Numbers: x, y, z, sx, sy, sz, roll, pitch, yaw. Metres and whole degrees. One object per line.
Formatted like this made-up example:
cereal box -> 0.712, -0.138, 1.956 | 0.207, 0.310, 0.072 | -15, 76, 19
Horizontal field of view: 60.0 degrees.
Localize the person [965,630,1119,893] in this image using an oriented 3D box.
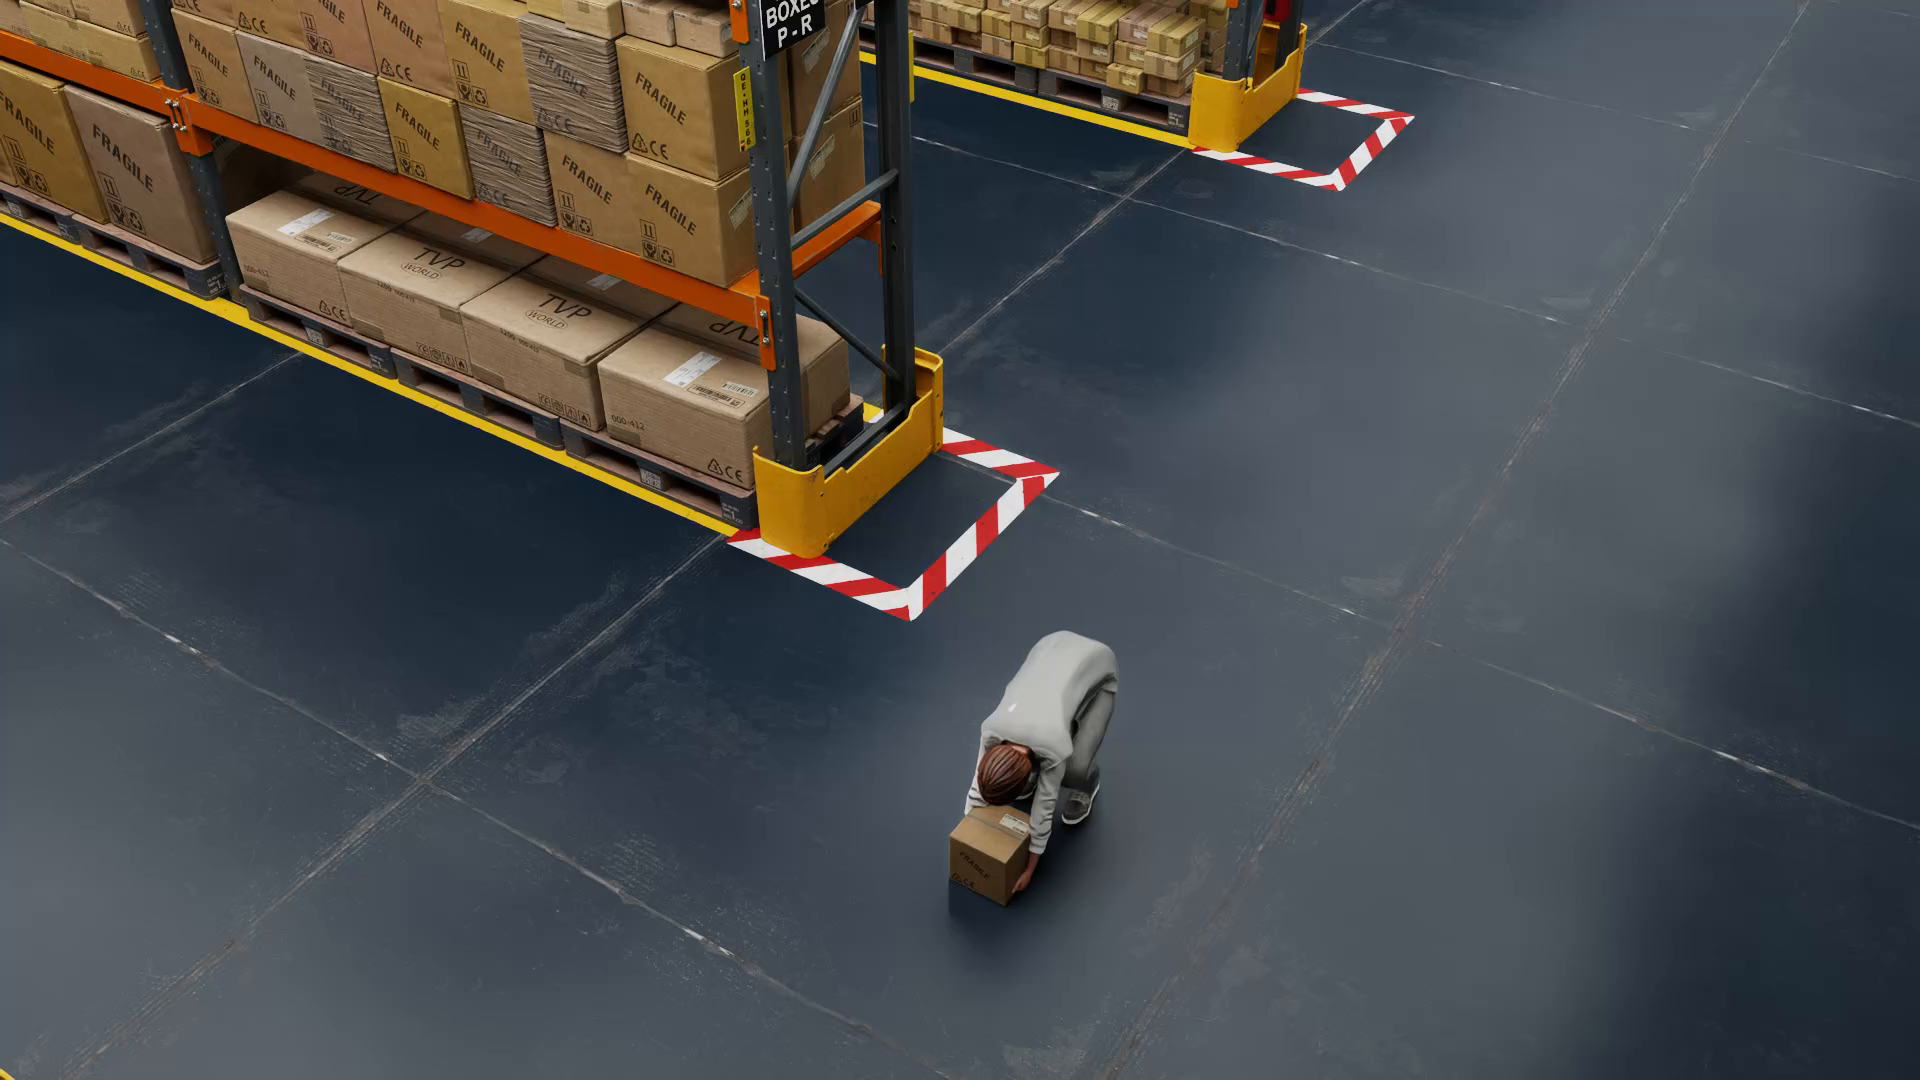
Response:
person -> 0.313, 0.817, 6.370 | 0.427, 0.768, 0.872 | 20, 43, 23
